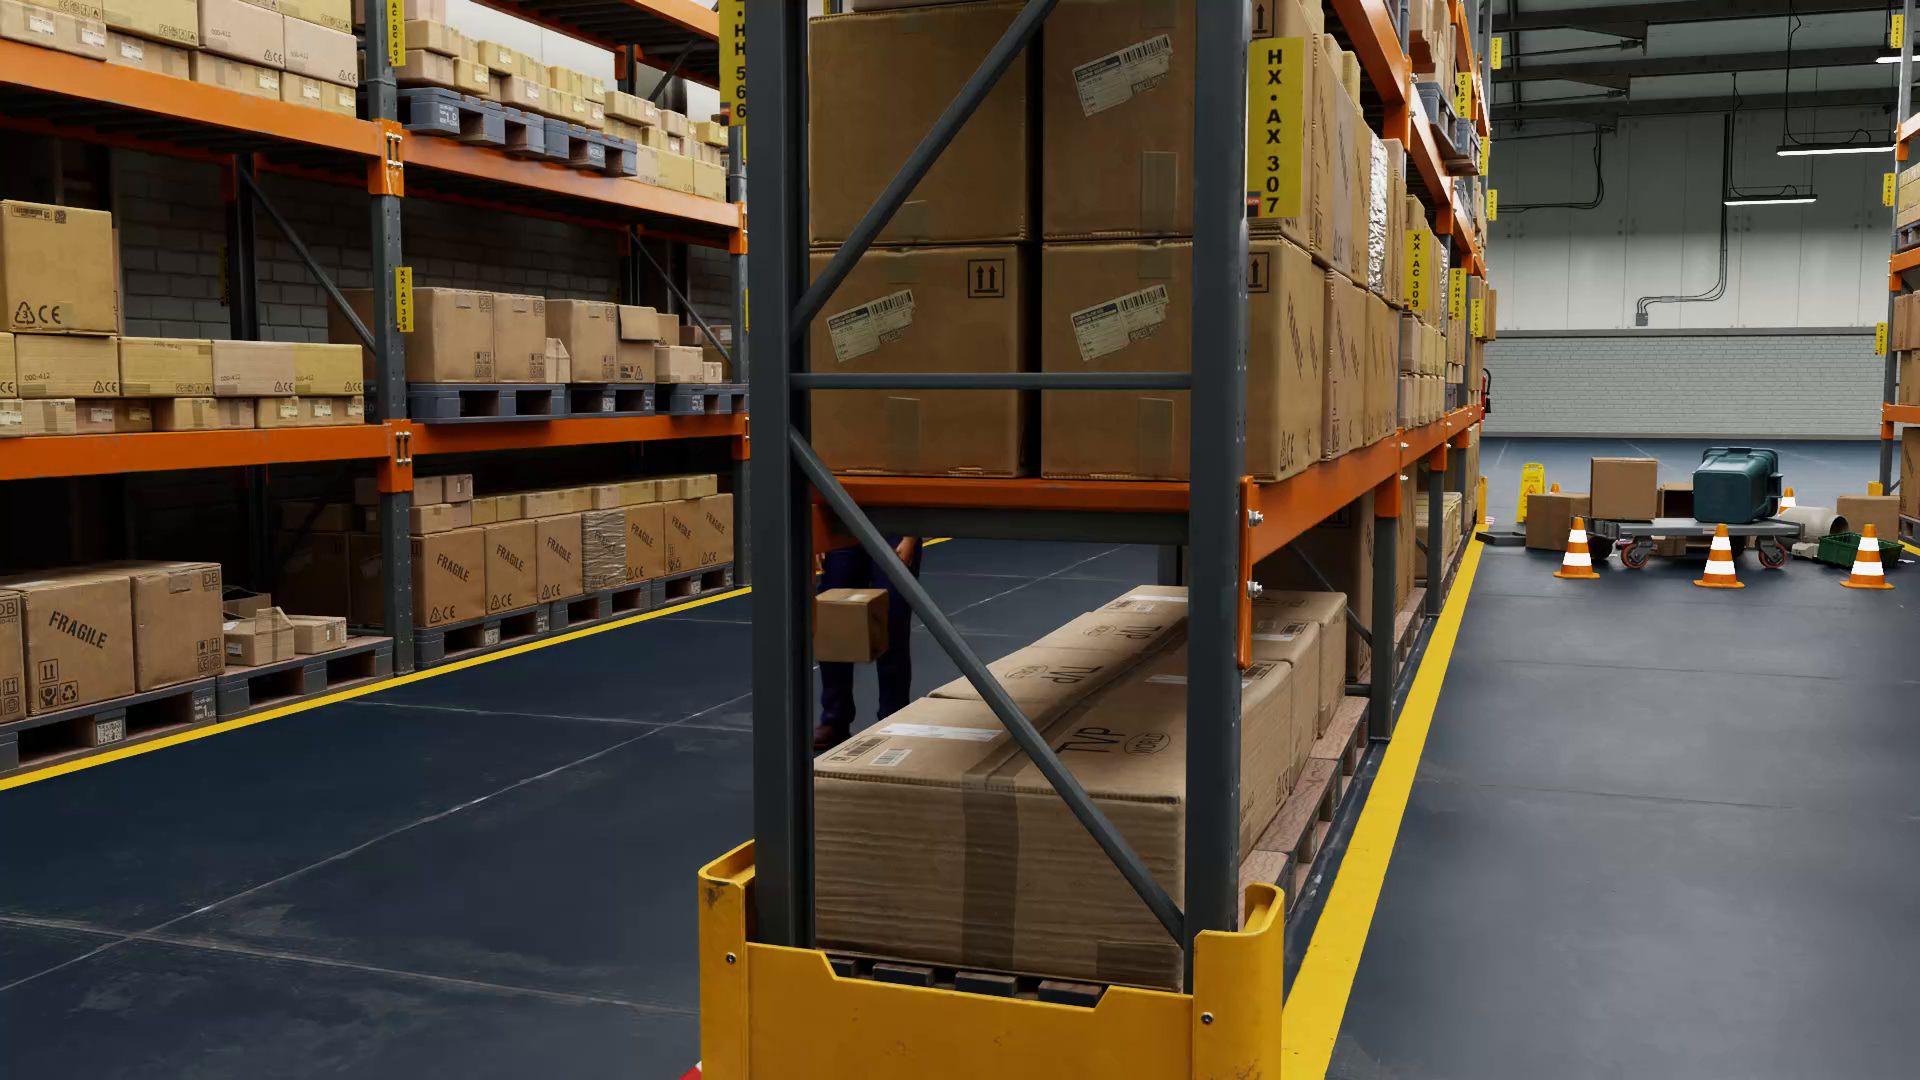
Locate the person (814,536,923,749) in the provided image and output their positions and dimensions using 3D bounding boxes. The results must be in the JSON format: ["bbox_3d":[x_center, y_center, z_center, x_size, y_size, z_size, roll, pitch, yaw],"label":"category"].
[{"bbox_3d":[-0.385,0.037,6.875,0.524,1.655,0.421,2,6,17],"label":"person"}]
